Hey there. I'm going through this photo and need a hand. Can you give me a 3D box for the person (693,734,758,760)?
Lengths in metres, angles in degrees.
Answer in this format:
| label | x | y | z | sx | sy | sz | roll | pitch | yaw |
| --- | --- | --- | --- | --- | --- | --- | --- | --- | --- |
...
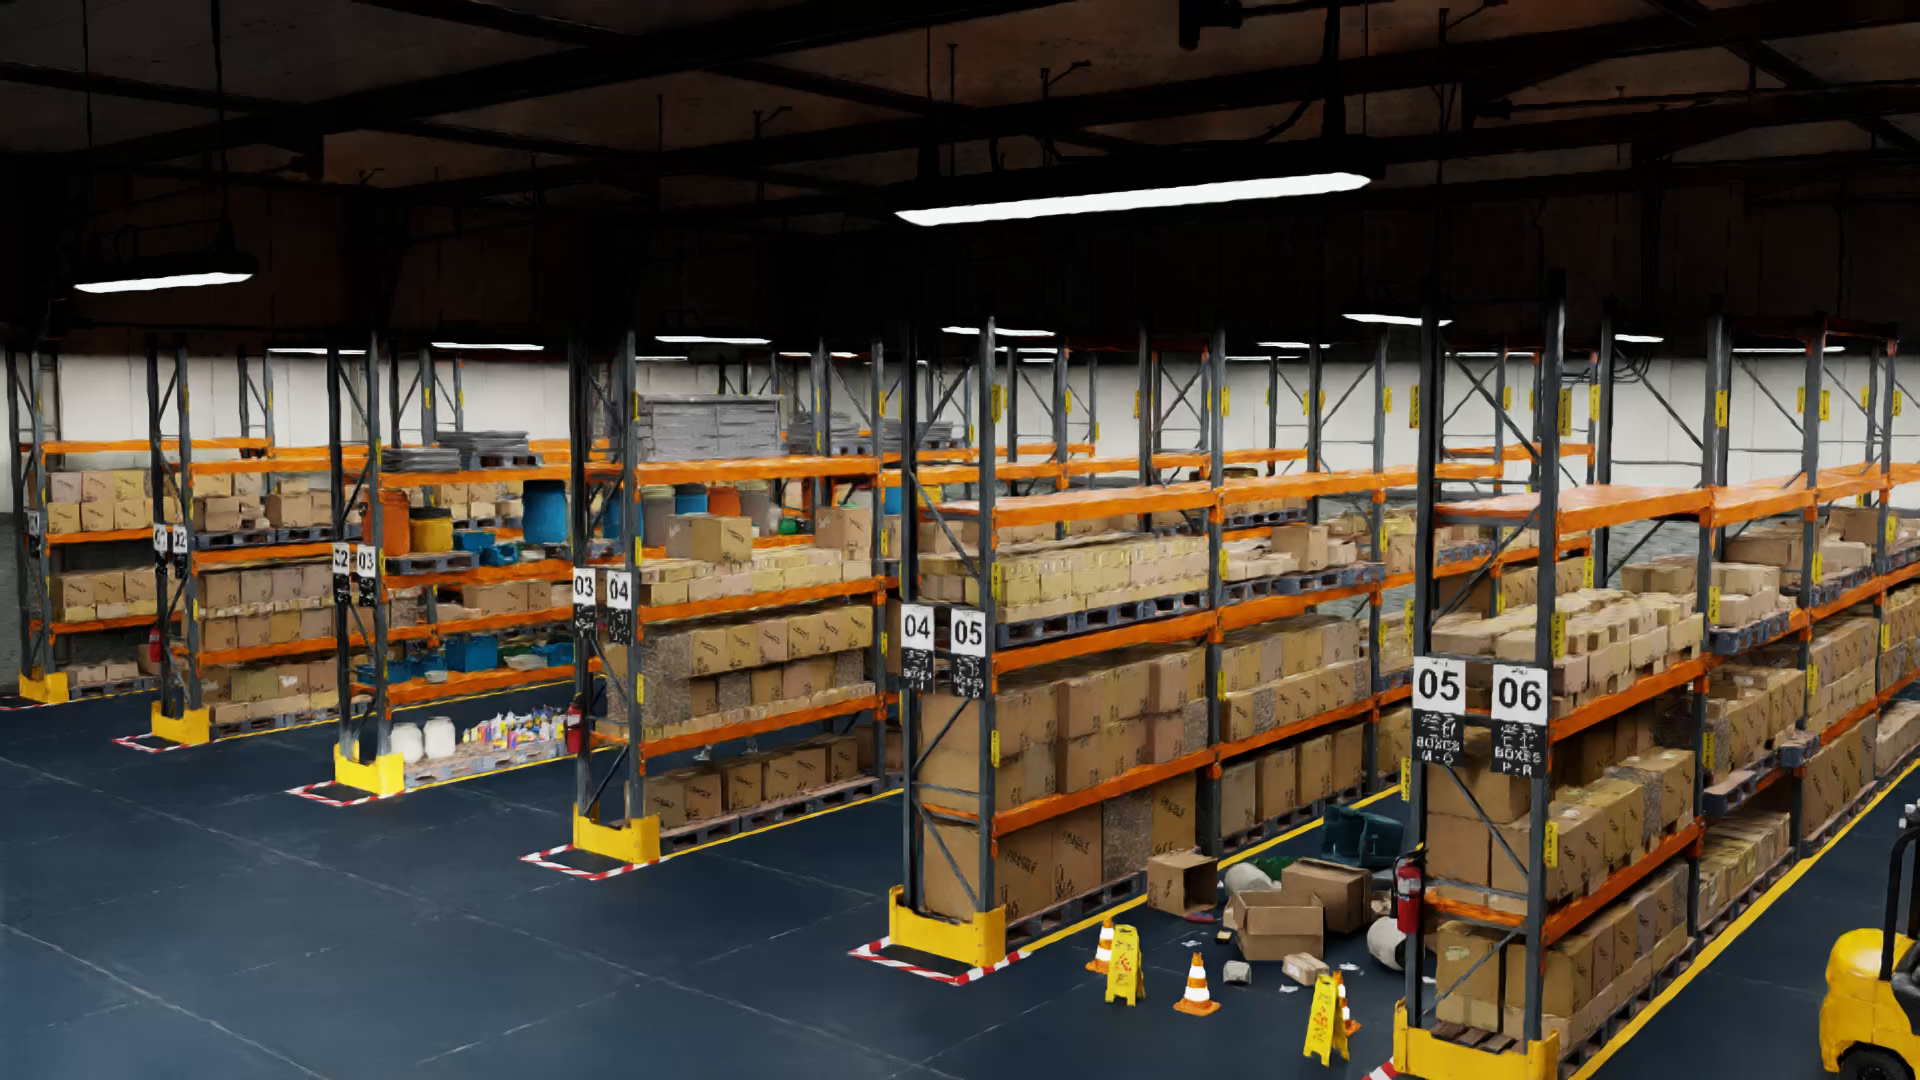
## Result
| label | x | y | z | sx | sy | sz | roll | pitch | yaw |
| --- | --- | --- | --- | --- | --- | --- | --- | --- | --- |
| person | -3.255 | 2.308 | 23.201 | 0.962 | 1.519 | 0.407 | -5 | 7 | -42 |
